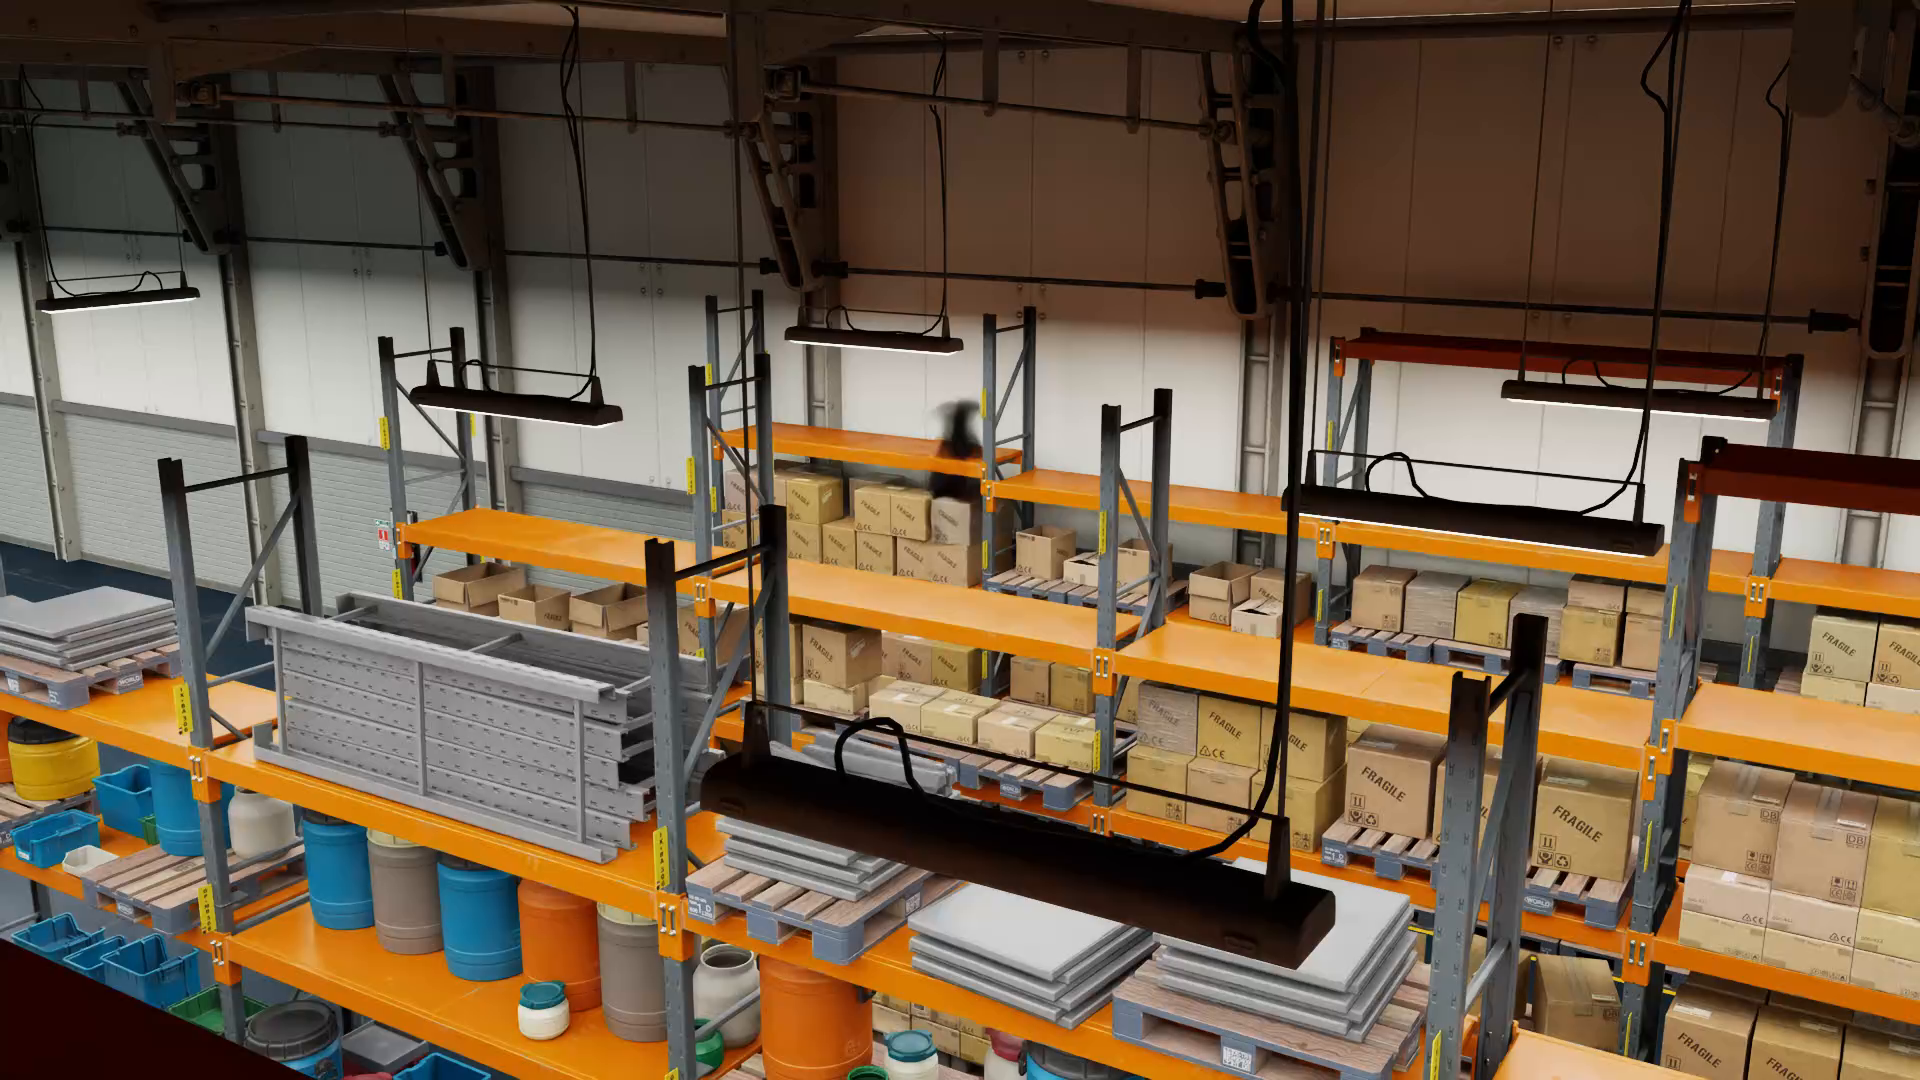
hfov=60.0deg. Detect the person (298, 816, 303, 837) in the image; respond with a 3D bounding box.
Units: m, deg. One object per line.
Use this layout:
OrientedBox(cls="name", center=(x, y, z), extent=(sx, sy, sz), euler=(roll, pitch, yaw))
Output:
OrientedBox(cls="person", center=(-7.029, 2.810, 18.370), extent=(0.839, 1.711, 0.630), euler=(-13, 19, -42))
